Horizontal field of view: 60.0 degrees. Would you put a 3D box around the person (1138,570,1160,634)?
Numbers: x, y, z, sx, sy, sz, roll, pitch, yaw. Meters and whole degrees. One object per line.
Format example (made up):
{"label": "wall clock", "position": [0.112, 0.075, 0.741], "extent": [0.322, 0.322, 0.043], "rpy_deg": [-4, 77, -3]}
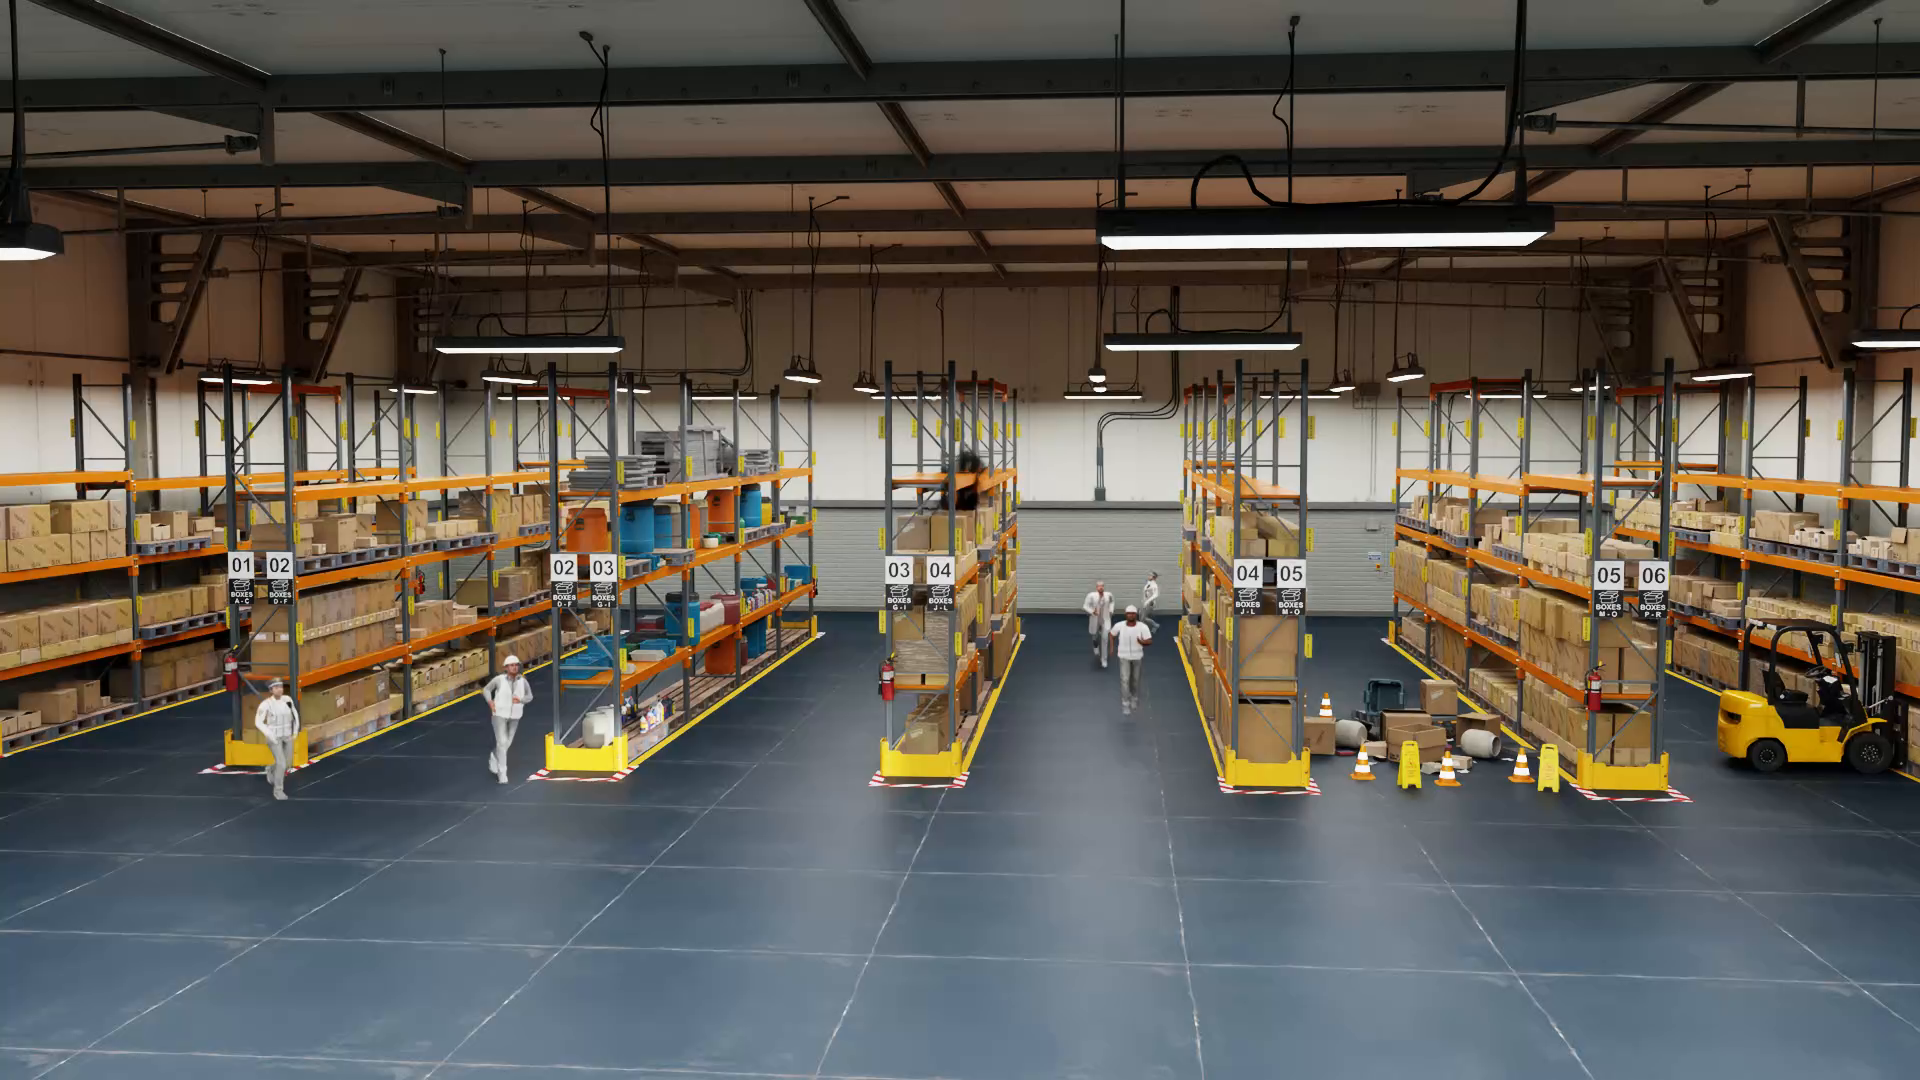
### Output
{"label": "person", "position": [4.580, 1.548, 40.251], "extent": [0.559, 1.658, 0.674], "rpy_deg": [-1, 4, -11]}

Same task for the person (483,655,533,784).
{"label": "person", "position": [-6.519, 2.559, 24.036], "extent": [0.661, 1.797, 0.874], "rpy_deg": [-3, 5, -35]}

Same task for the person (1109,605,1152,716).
{"label": "person", "position": [2.854, 1.981, 27.777], "extent": [0.693, 1.787, 0.885], "rpy_deg": [0, 4, 2]}

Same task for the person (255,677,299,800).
{"label": "person", "position": [-9.348, 2.690, 22.736], "extent": [0.620, 1.684, 0.627], "rpy_deg": [3, 5, 40]}

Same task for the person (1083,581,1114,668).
{"label": "person", "position": [2.984, 1.776, 35.734], "extent": [0.672, 1.793, 1.223], "rpy_deg": [0, 4, 3]}
